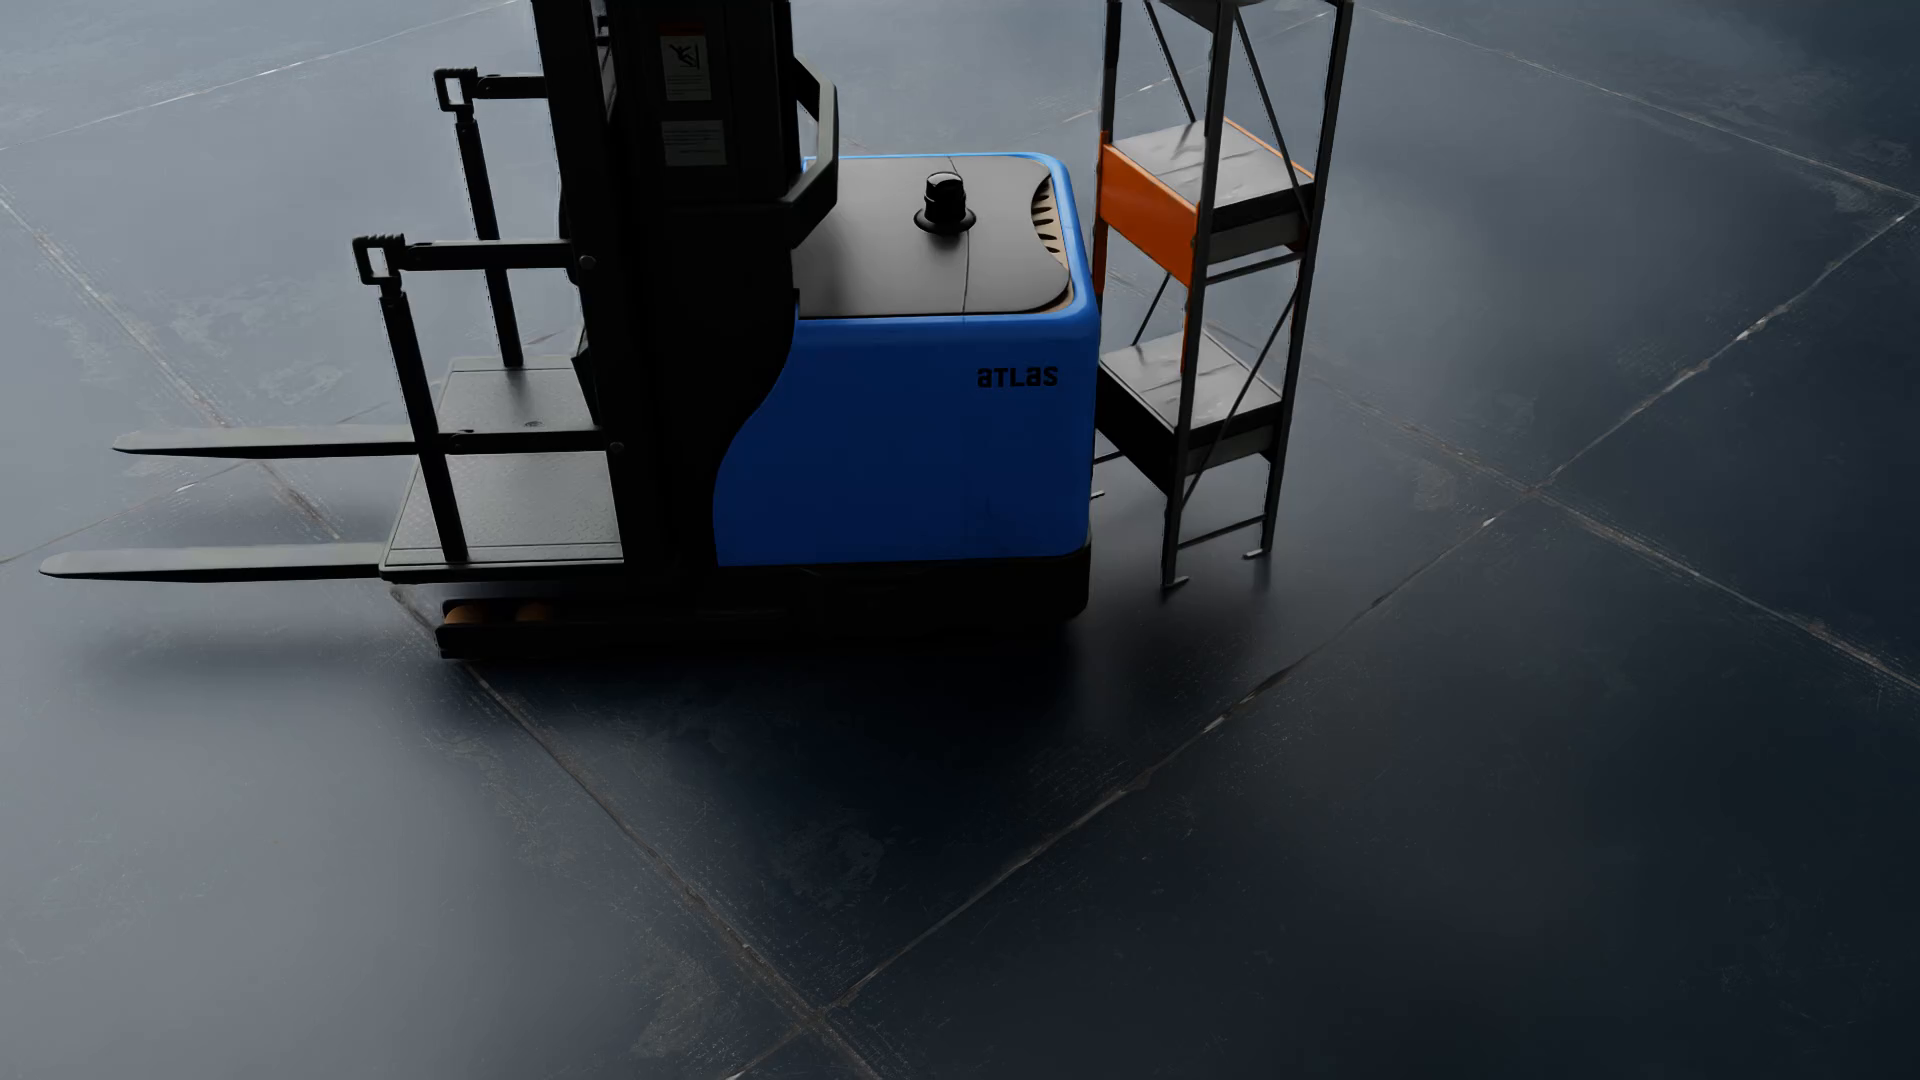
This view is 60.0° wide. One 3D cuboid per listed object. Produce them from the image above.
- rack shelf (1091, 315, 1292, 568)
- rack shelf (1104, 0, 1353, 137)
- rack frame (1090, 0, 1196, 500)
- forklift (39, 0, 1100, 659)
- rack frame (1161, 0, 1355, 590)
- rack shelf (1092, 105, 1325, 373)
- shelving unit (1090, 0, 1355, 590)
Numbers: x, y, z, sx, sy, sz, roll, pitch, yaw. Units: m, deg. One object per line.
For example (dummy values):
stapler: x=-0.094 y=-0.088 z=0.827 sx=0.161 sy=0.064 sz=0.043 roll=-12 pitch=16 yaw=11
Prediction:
rack shelf: x=0.681 y=-0.309 z=5.097 sx=0.431 sy=0.518 sz=0.480 roll=-18 pitch=42 yaw=-21
rack shelf: x=0.681 y=-1.398 z=4.217 sx=0.431 sy=0.518 sz=0.480 roll=-18 pitch=42 yaw=-21
rack frame: x=0.567 y=-0.999 z=4.816 sx=0.400 sy=2.100 sz=0.015 roll=-18 pitch=42 yaw=-21
forklift: x=-1.156 y=-1.130 z=4.317 sx=3.031 sy=2.935 sz=1.130 roll=-2 pitch=39 yaw=-2
rack frame: x=0.795 y=-0.728 z=4.481 sx=0.400 sy=2.100 sz=0.015 roll=-18 pitch=42 yaw=-21
rack shelf: x=0.681 y=-0.853 z=4.657 sx=0.431 sy=0.518 sz=0.480 roll=-18 pitch=42 yaw=-21
shelving unit: x=0.681 y=-0.864 z=4.649 sx=0.431 sy=2.100 sz=0.503 roll=-18 pitch=42 yaw=-21
